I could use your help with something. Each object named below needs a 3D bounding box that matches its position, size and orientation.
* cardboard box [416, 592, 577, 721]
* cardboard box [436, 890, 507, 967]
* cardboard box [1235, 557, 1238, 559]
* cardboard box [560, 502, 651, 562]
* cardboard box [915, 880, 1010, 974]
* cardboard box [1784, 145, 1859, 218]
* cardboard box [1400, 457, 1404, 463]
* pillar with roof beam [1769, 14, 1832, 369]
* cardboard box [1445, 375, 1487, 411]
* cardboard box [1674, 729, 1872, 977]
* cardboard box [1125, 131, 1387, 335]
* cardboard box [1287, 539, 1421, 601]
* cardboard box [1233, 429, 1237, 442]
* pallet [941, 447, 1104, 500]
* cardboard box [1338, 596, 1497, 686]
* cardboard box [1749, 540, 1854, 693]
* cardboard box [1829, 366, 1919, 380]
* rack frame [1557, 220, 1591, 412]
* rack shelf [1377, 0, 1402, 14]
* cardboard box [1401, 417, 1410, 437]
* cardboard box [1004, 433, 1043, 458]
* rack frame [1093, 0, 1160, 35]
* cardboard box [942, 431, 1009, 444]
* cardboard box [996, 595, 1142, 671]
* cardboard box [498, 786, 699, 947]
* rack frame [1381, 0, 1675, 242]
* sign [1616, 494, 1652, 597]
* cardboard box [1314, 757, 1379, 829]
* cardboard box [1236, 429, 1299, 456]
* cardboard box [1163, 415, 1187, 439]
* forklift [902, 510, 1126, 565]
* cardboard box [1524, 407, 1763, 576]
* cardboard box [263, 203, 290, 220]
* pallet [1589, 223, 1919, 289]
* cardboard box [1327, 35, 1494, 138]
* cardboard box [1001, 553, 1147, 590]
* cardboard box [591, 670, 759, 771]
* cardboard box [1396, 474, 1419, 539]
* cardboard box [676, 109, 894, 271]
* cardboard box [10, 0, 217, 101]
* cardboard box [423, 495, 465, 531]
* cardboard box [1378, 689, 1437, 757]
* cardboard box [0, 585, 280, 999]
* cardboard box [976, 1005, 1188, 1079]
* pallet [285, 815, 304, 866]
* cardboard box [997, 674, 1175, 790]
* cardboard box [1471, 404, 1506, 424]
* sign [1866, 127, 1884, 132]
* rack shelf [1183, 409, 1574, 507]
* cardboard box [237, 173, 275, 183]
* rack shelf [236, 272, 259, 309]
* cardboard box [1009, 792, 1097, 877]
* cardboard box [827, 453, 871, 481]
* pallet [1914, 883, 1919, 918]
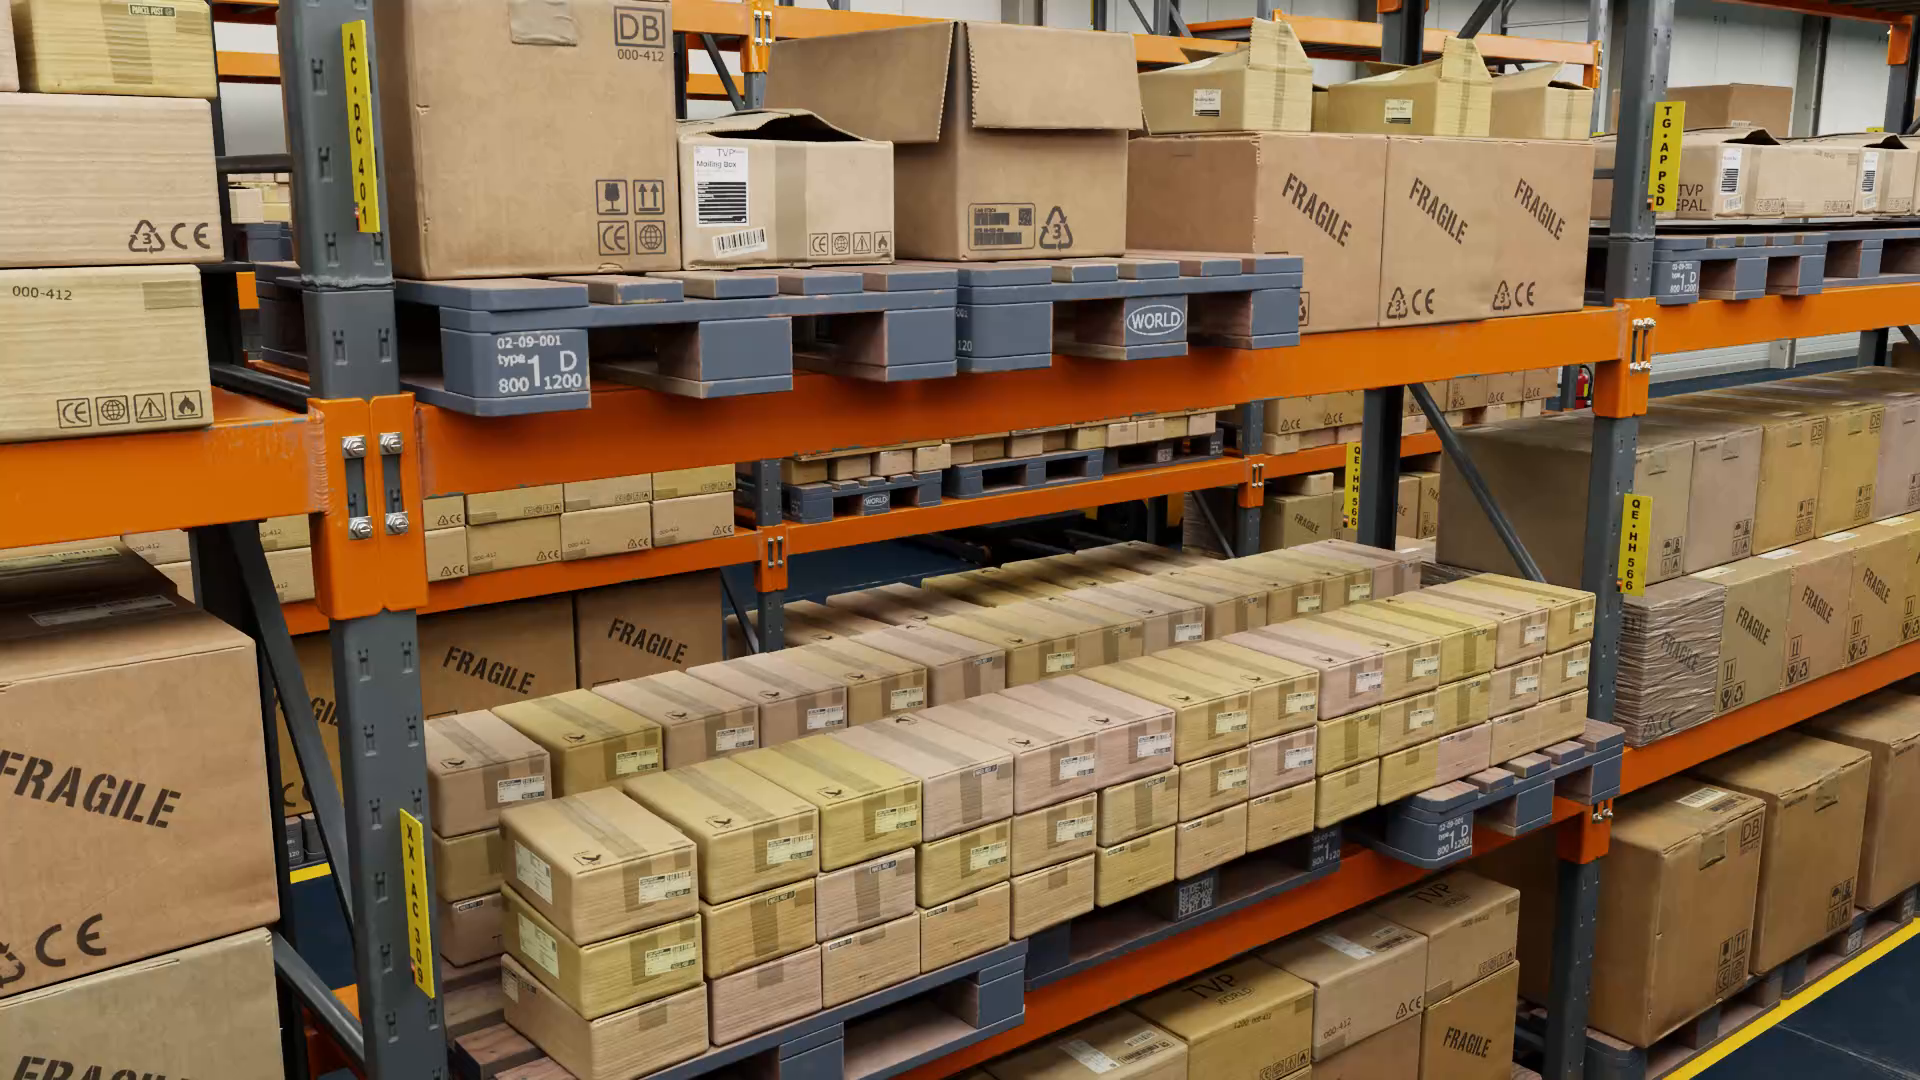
[{"bbox_3d":[-2.641,0.693,8.870,0.875,0.875,0.875,-9,15,-37],"label":"cardboard box"},{"bbox_3d":[-1.116,0.810,3.806,0.250,0.149,0.380,-10,15,-39],"label":"cardboard box"},{"bbox_3d":[2.402,0.256,12.434,0.500,0.250,0.500,-10,16,-40],"label":"cardboard box"},{"bbox_3d":[-1.972,-0.082,8.777,0.500,0.250,0.500,-9,15,-37],"label":"cardboard box"},{"bbox_3d":[-0.101,0.816,3.778,0.250,0.149,0.380,-9,15,-37],"label":"cardboard box"},{"bbox_3d":[2.914,-1.314,6.104,0.500,0.250,0.500,-9,15,-36],"label":"cardboard box"},{"bbox_3d":[3.670,-0.466,14.026,0.500,0.500,0.500,-10,16,-40],"label":"cardboard box"},{"bbox_3d":[17.431,-6.803,25.622,0.548,9.000,9.100,-9,15,-38],"label":"pillar with roof beam"},{"bbox_3d":[3.858,-1.321,13.293,0.500,0.500,0.500,-10,15,-38],"label":"cardboard box"},{"bbox_3d":[3.033,1.174,6.904,0.750,0.750,1.050,-9,15,-37],"label":"cardboard box"},{"bbox_3d":[0.758,-0.812,4.391,0.500,0.500,0.500,-9,15,-38],"label":"cardboard box"},{"bbox_3d":[1.335,0.113,5.658,0.250,0.149,0.380,-9,15,-38],"label":"cardboard box"},{"bbox_3d":[2.024,-0.853,12.651,0.250,0.149,0.380,-9,15,-36],"label":"cardboard box"},{"bbox_3d":[0.170,-0.502,10.854,1.213,0.211,1.003,-9,15,-38],"label":"pallet"},{"bbox_3d":[1.322,0.288,4.833,0.250,0.149,0.380,-9,15,-36],"label":"cardboard box"},{"bbox_3d":[3.129,0.262,6.552,0.500,0.500,0.500,-9,15,-38],"label":"cardboard box"},{"bbox_3d":[4.560,-0.534,7.896,0.500,0.500,0.700,-10,15,-39],"label":"cardboard box"},{"bbox_3d":[4.896,-1.370,14.482,0.127,3.000,1.000,-9,15,-38],"label":"rack frame"},{"bbox_3d":[0.259,-1.670,4.145,4.000,0.370,1.077,-9,15,-38],"label":"rack shelf"},{"bbox_3d":[3.224,-0.882,12.786,0.250,0.149,0.380,-9,15,-37],"label":"cardboard box"},{"bbox_3d":[0.312,-0.629,10.583,0.250,0.149,0.380,-9,15,-36],"label":"cardboard box"},{"bbox_3d":[1.792,-5.109,17.648,0.127,3.000,1.000,-9,15,-38],"label":"rack frame"},{"bbox_3d":[-0.042,-0.892,10.260,0.500,0.500,0.500,-9,15,-37],"label":"cardboard box"},{"bbox_3d":[0.313,0.283,4.856,0.250,0.149,0.380,-9,15,-36],"label":"cardboard box"},{"bbox_3d":[-0.708,0.626,3.240,0.250,0.149,0.380,-8,15,-35],"label":"cardboard box"},{"bbox_3d":[1.821,-2.477,5.251,0.127,3.000,1.000,-9,15,-38],"label":"rack frame"},{"bbox_3d":[2.167,0.017,5.353,0.005,0.325,0.100,-9,15,-38],"label":"sign"},{"bbox_3d":[0.921,0.646,4.581,0.250,0.149,0.380,-10,16,-40],"label":"cardboard box"},{"bbox_3d":[2.219,-0.717,12.011,0.250,0.149,0.380,-10,15,-38],"label":"cardboard box"},{"bbox_3d":[1.326,-0.791,11.347,0.250,0.149,0.380,-10,16,-39],"label":"cardboard box"},{"bbox_3d":[0.396,-1.333,14.473,1.130,2.935,3.031,-10,15,-38],"label":"forklift"},{"bbox_3d":[2.571,-0.203,6.337,0.500,0.500,0.700,-10,15,-38],"label":"cardboard box"},{"bbox_3d":[-5.095,-2.359,12.279,0.500,0.250,0.500,-9,15,-37],"label":"cardboard box"},{"bbox_3d":[3.162,-1.155,6.702,1.213,0.211,1.003,-9,15,-35],"label":"pallet"},{"bbox_3d":[1.276,-1.270,4.702,0.258,0.266,0.396,-9,15,-38],"label":"cardboard box"},{"bbox_3d":[0.806,0.391,11.502,0.625,0.372,0.950,-8,15,-34],"label":"cardboard box"},{"bbox_3d":[-0.699,0.451,4.066,0.250,0.149,0.380,-10,16,-39],"label":"cardboard box"},{"bbox_3d":[3.219,-0.250,13.008,0.500,0.500,0.500,-8,15,-35],"label":"cardboard box"},{"bbox_3d":[-0.484,-0.733,3.461,0.500,0.311,0.500,-10,15,-38],"label":"cardboard box"},{"bbox_3d":[-1.376,-0.772,2.640,0.250,0.149,0.380,-10,16,-40],"label":"cardboard box"},{"bbox_3d":[-2.760,-0.195,8.105,0.500,0.250,0.500,-10,16,-39],"label":"cardboard box"},{"bbox_3d":[1.112,0.469,4.696,0.250,0.149,0.380,-9,15,-38],"label":"cardboard box"},{"bbox_3d":[-1.501,0.398,2.791,0.500,0.500,0.500,-10,16,-40],"label":"cardboard box"},{"bbox_3d":[0.255,1.439,4.453,0.500,0.250,0.500,-9,15,-36],"label":"cardboard box"},{"bbox_3d":[-3.919,1.438,7.968,1.213,0.211,1.003,-9,15,-38],"label":"pallet"},{"bbox_3d":[0.301,0.459,4.031,0.250,0.149,0.380,-9,15,-36],"label":"cardboard box"},{"bbox_3d":[4.214,-1.045,13.556,0.250,0.149,0.380,-9,15,-37],"label":"cardboard box"},{"bbox_3d":[4.596,-1.910,8.368,0.005,0.325,0.100,-9,15,-38],"label":"sign"},{"bbox_3d":[3.335,-0.759,13.334,4.000,0.370,1.077,-9,15,-38],"label":"rack shelf"},{"bbox_3d":[-5.210,-2.693,12.174,0.250,0.149,0.380,-10,15,-39],"label":"cardboard box"},{"bbox_3d":[-2.912,-1.188,8.134,4.000,0.370,1.077,-9,15,-38],"label":"rack shelf"},{"bbox_3d":[0.106,0.635,3.914,0.250,0.149,0.380,-9,15,-35],"label":"cardboard box"},{"bbox_3d":[-0.739,-0.458,9.779,0.250,0.149,0.380,-11,16,-41],"label":"cardboard box"},{"bbox_3d":[4.389,1.415,8.079,1.213,0.211,1.003,-9,15,-38],"label":"pallet"}]
